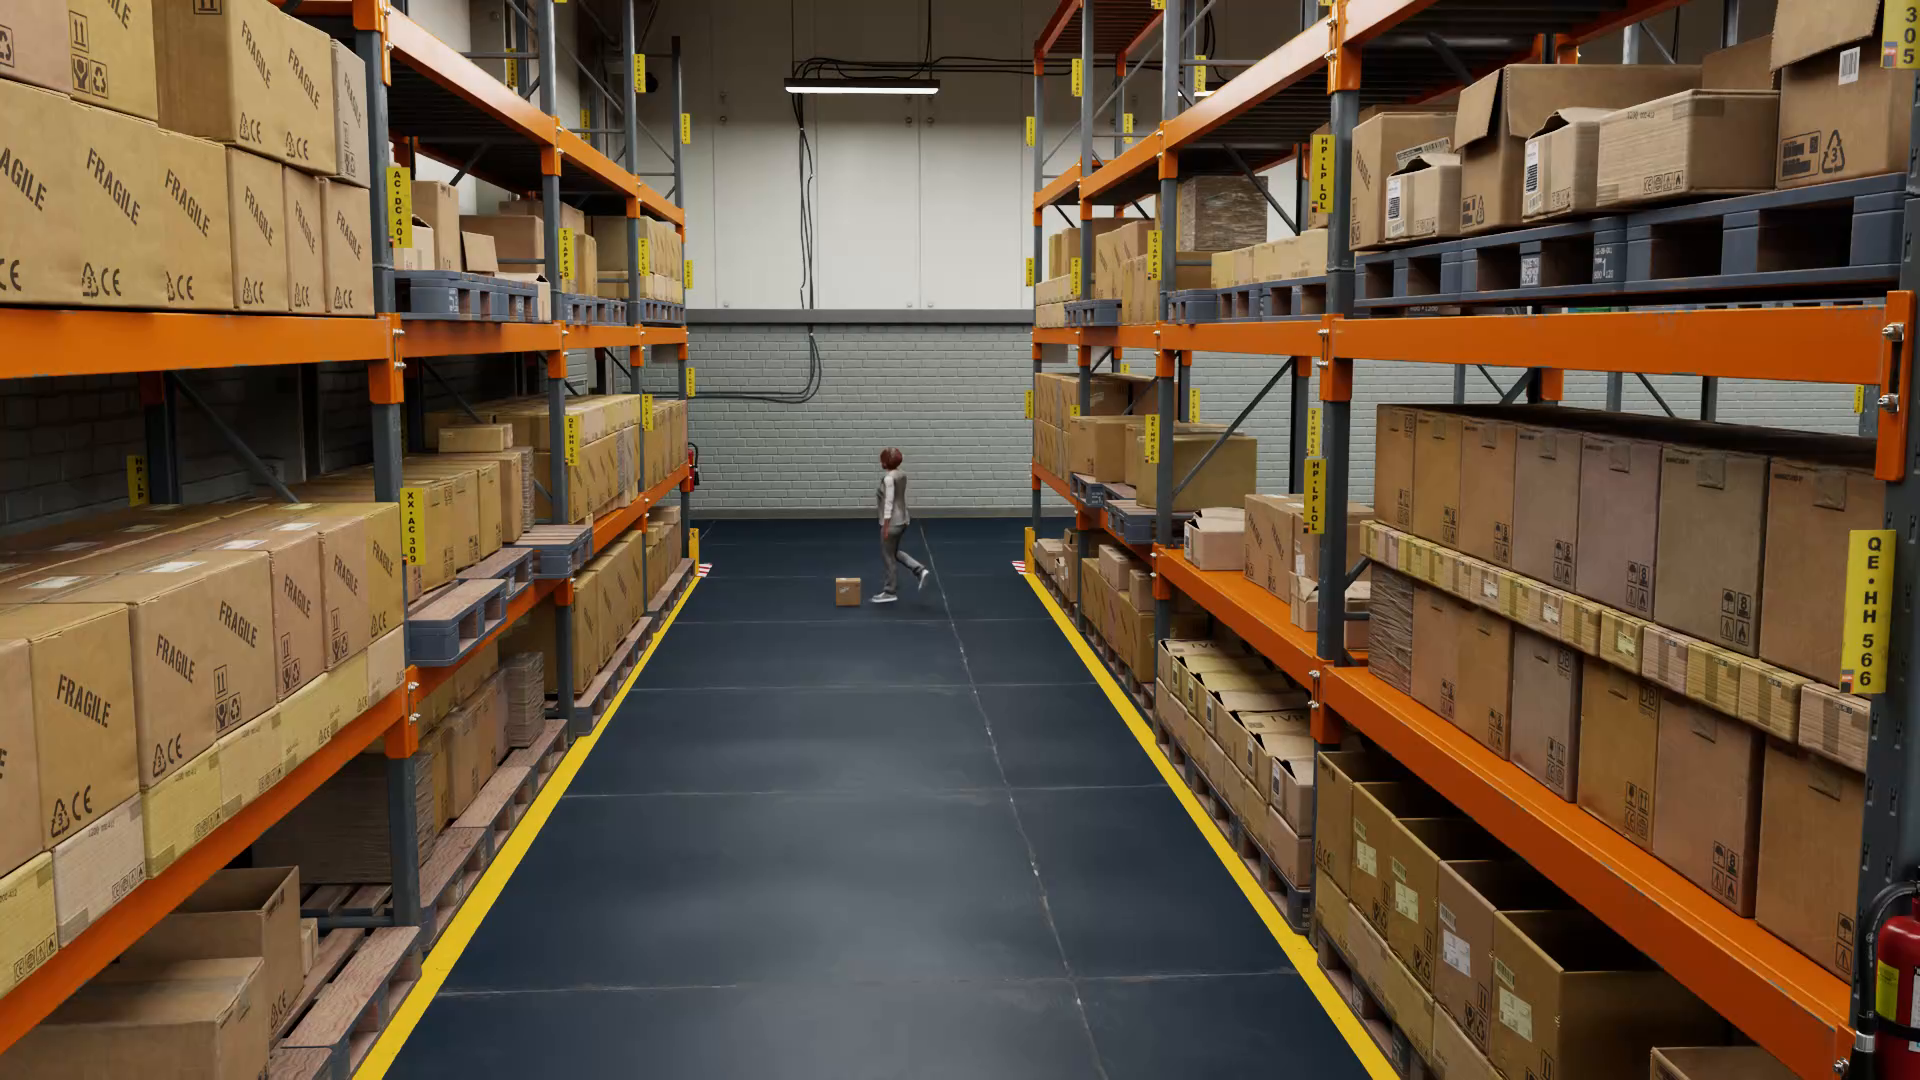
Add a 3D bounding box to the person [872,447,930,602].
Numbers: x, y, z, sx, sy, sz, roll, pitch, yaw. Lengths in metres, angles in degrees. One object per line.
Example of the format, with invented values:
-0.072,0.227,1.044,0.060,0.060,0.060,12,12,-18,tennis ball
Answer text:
-0.630,-0.148,16.915,0.610,1.600,0.459,2,7,19,person
